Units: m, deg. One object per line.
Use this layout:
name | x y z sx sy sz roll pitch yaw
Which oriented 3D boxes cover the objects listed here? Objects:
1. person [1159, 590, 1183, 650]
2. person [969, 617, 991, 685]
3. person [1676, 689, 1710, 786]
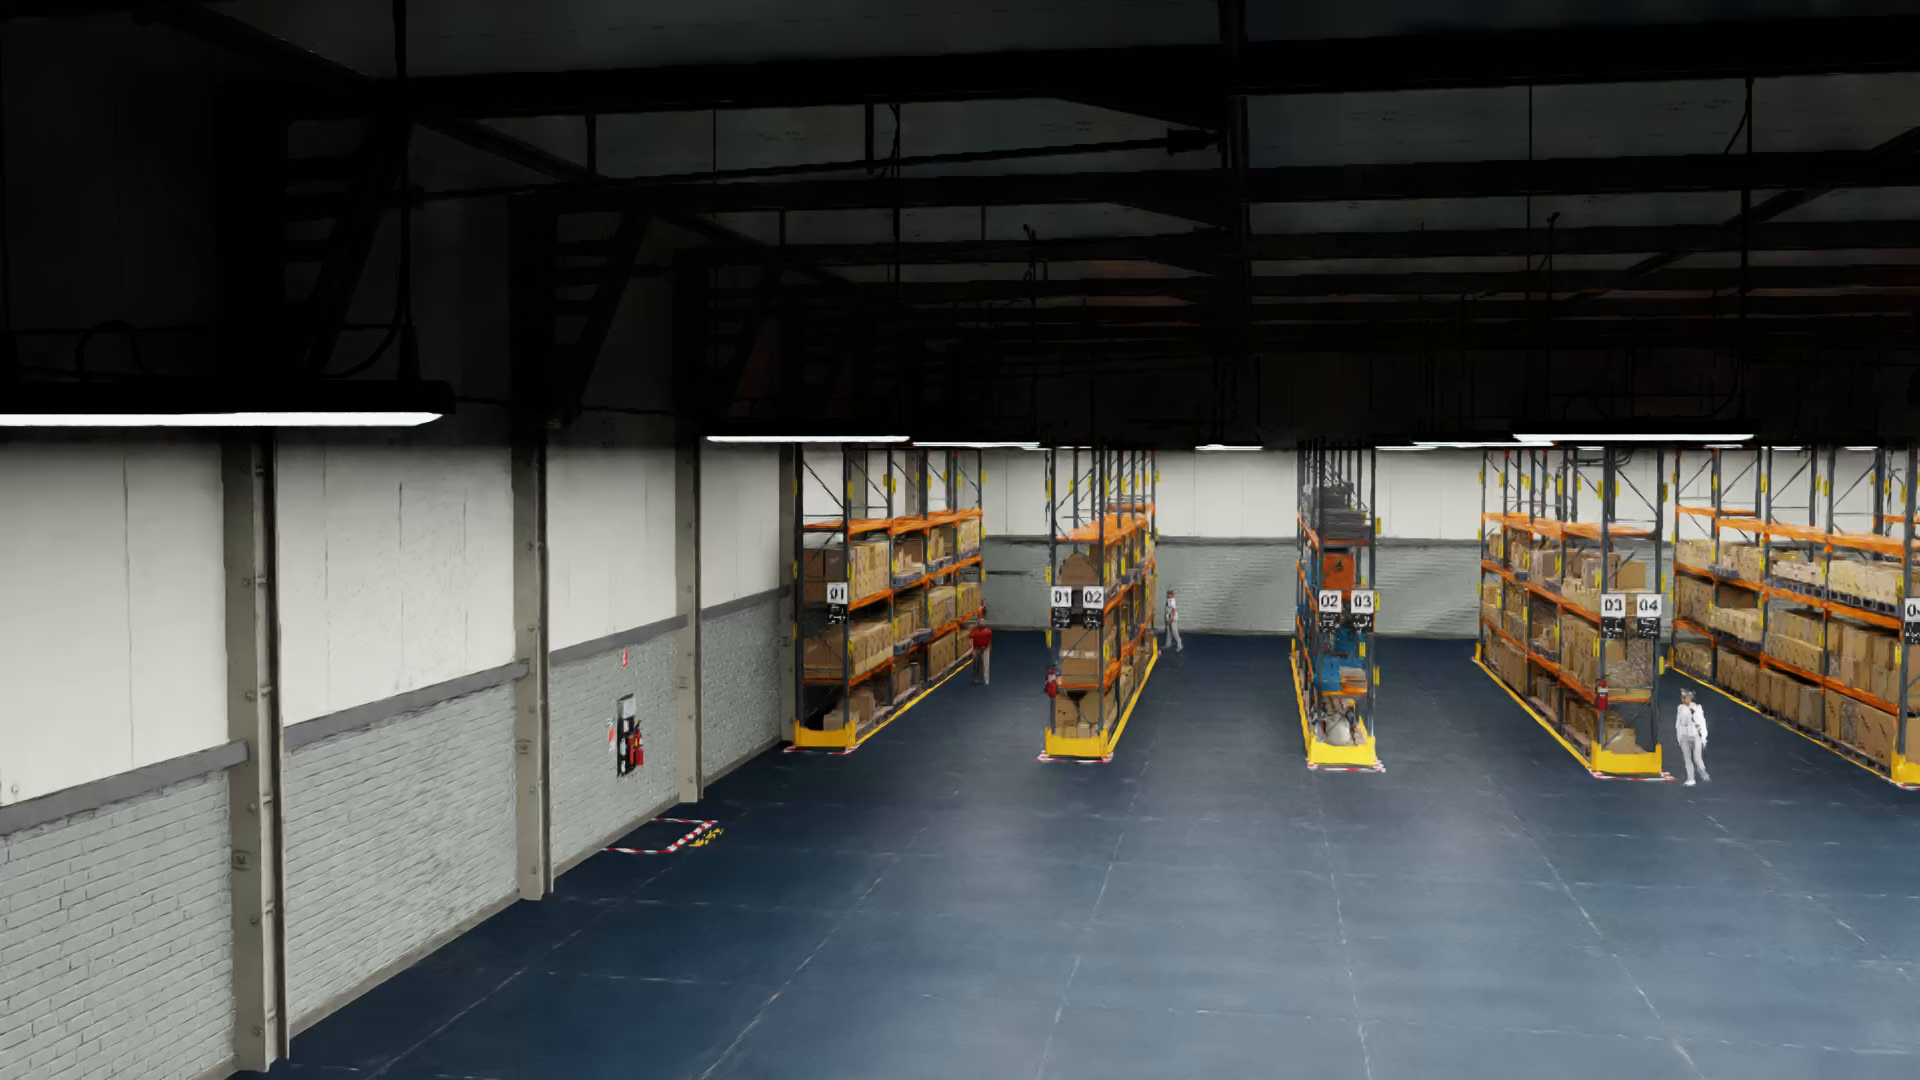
person | 6.101 2.304 48.001 0.633 1.741 0.714 0 3 -3
person | 0.499 2.715 40.872 0.536 1.659 1.037 0 3 2
person | 12.599 3.377 28.609 0.486 1.672 0.533 -3 4 -42
